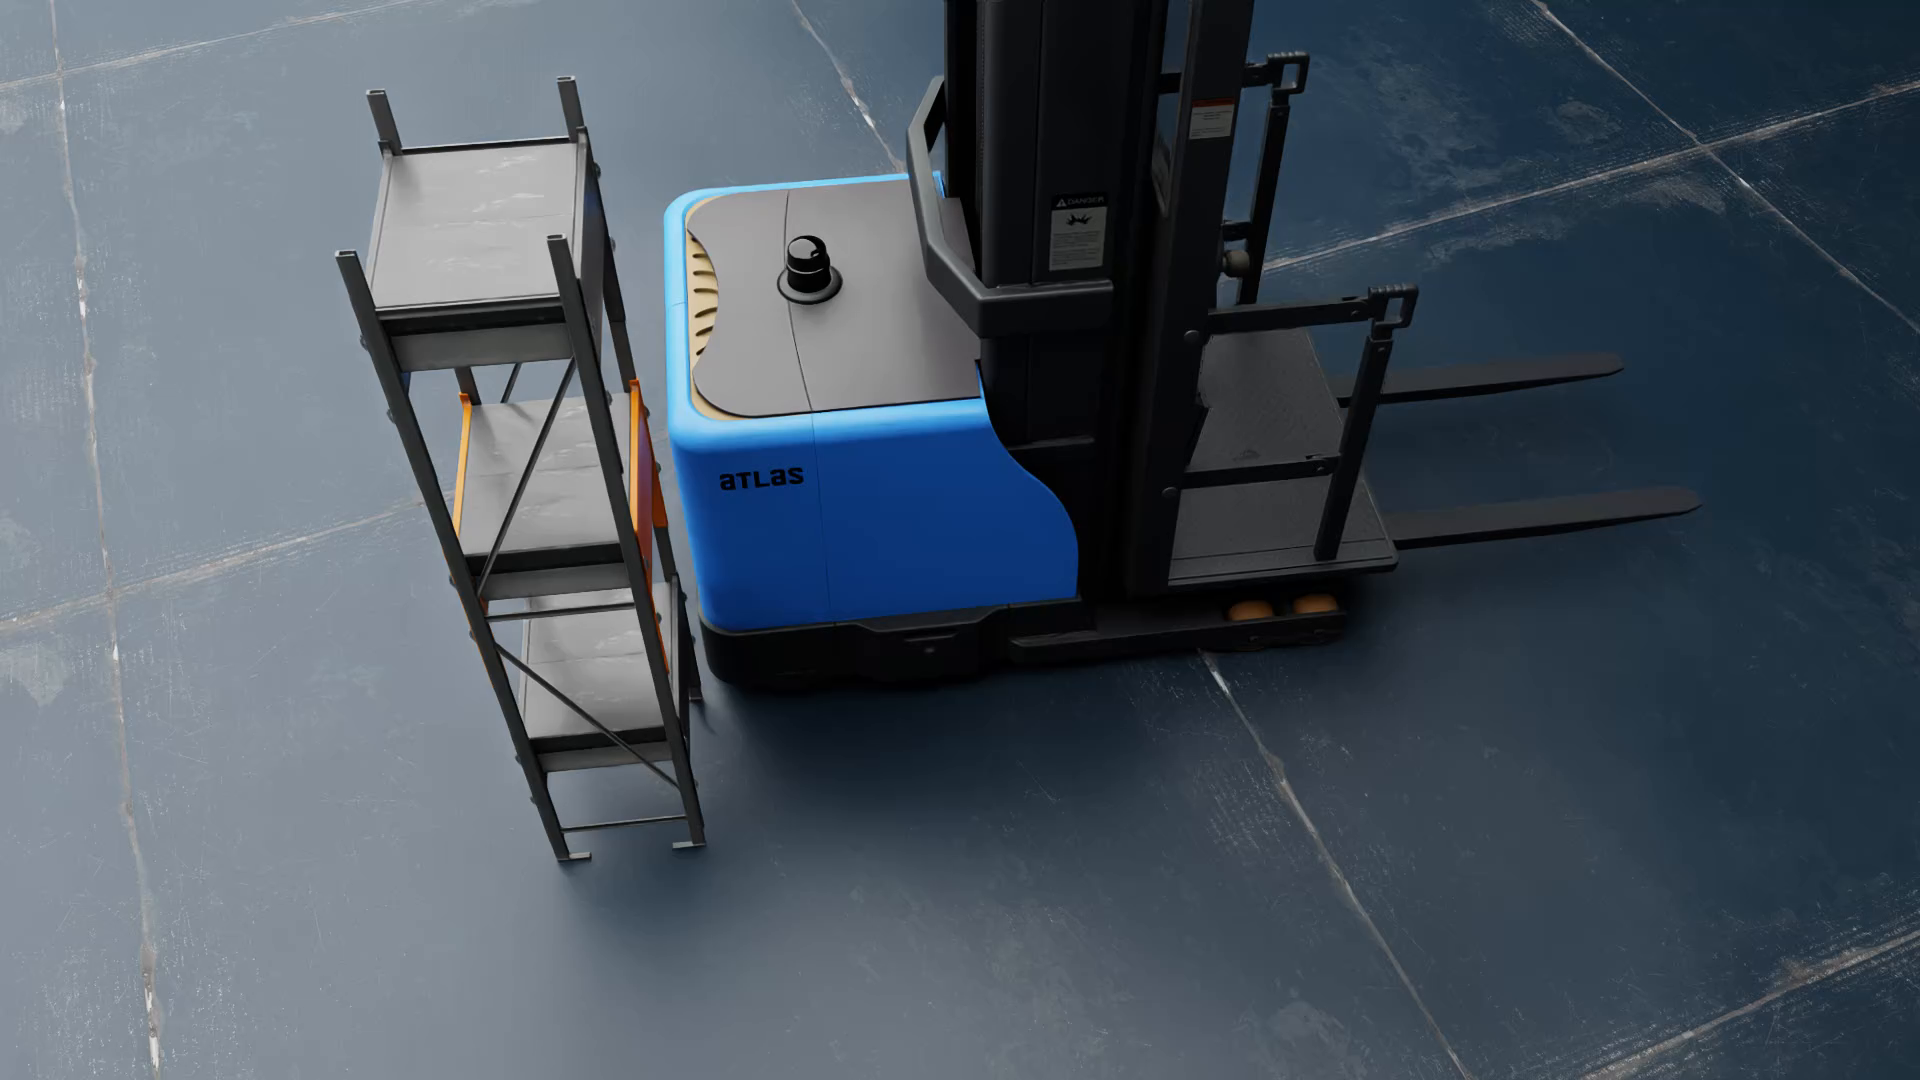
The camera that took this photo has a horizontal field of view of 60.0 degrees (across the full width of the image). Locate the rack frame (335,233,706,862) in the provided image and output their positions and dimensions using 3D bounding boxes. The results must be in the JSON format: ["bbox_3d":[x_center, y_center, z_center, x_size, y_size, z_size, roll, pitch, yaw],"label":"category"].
[{"bbox_3d":[-0.894,0.164,3.724,0.400,2.100,0.015,-5,50,-4],"label":"rack frame"}]

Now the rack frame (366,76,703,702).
[{"bbox_3d":[-0.952,-0.204,4.040,0.400,2.100,0.015,-5,50,-4],"label":"rack frame"}]

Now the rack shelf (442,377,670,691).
[{"bbox_3d":[-0.923,-0.011,3.893,0.431,0.518,0.480,-5,50,-4],"label":"rack shelf"}]

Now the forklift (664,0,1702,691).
[{"bbox_3d":[0.712,-1.019,4.193,3.031,2.935,1.130,-6,50,-5],"label":"forklift"}]

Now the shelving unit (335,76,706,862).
[{"bbox_3d":[-0.923,-0.020,3.882,0.431,2.100,0.503,-5,50,-4],"label":"shelving unit"}]

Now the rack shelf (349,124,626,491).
[{"bbox_3d":[-0.924,-0.467,3.361,0.431,0.518,0.480,-5,50,-4],"label":"rack shelf"}]

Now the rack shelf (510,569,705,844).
[{"bbox_3d":[-0.921,0.445,4.424,0.431,0.518,0.480,-5,50,-4],"label":"rack shelf"}]
